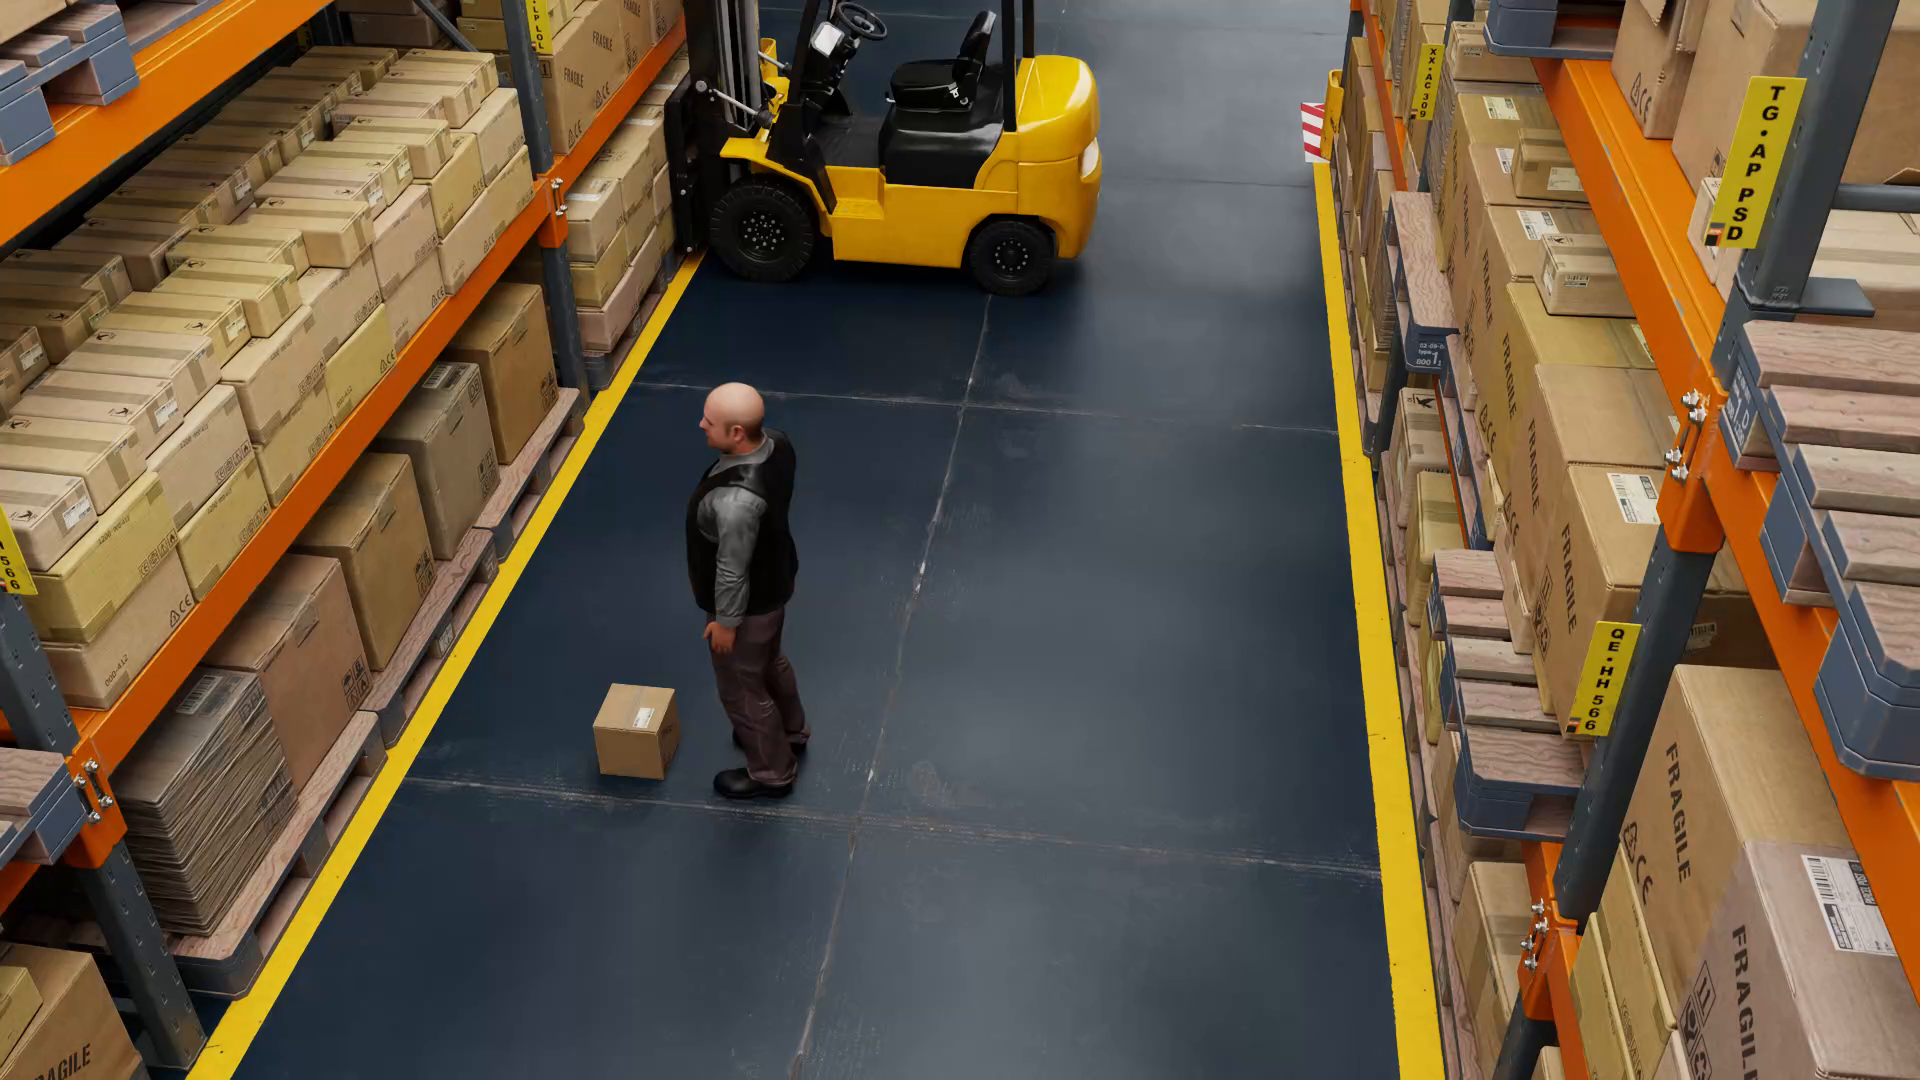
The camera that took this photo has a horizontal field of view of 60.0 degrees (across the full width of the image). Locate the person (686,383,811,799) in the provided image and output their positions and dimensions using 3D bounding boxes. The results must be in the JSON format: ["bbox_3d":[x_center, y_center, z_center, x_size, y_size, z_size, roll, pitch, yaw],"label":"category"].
[{"bbox_3d":[-0.761,0.193,5.907,0.360,1.715,0.532,5,36,7],"label":"person"}]
